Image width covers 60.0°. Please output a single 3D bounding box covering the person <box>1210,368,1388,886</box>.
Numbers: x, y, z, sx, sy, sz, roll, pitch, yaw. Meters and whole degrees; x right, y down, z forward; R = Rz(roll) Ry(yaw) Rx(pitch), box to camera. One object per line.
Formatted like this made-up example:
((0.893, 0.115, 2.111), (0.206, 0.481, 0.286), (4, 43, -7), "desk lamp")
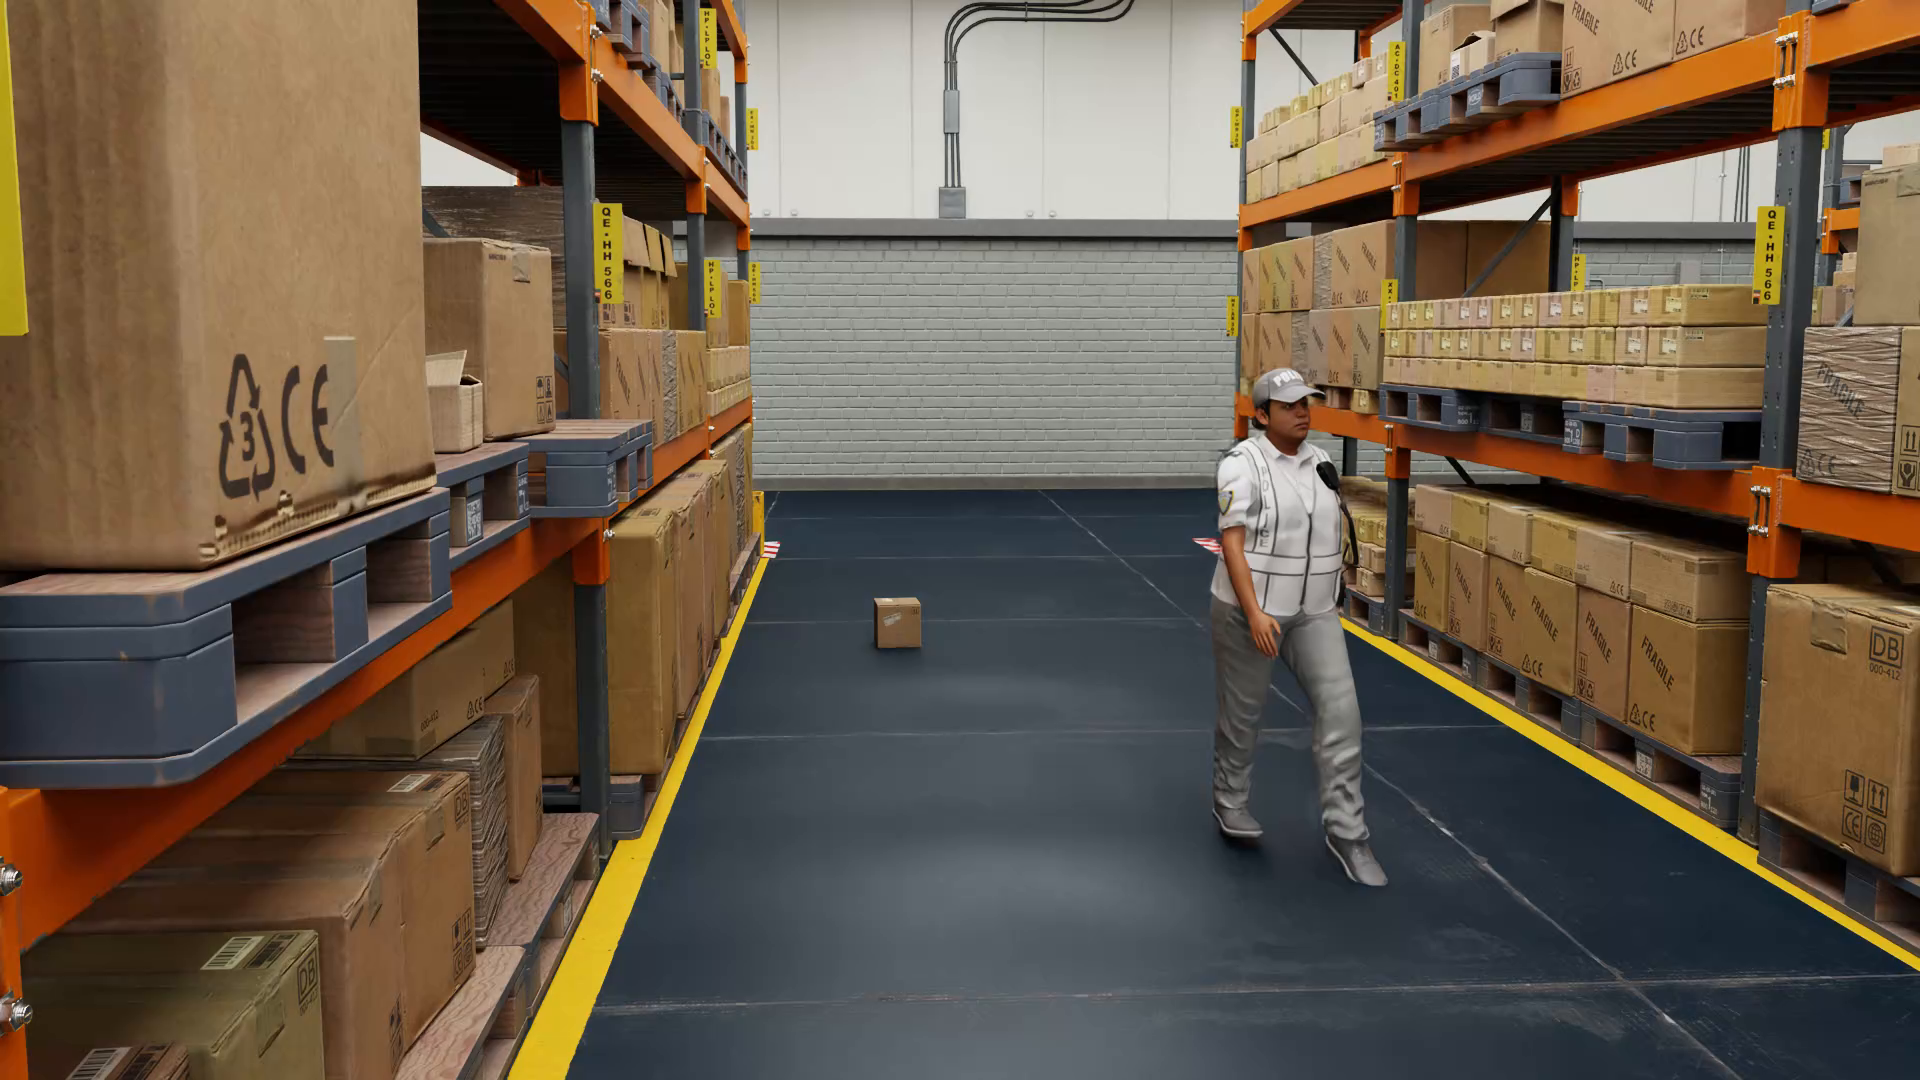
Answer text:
((1.093, 0.279, 5.598), (0.472, 1.705, 0.757), (-2, 7, -20), "person")
